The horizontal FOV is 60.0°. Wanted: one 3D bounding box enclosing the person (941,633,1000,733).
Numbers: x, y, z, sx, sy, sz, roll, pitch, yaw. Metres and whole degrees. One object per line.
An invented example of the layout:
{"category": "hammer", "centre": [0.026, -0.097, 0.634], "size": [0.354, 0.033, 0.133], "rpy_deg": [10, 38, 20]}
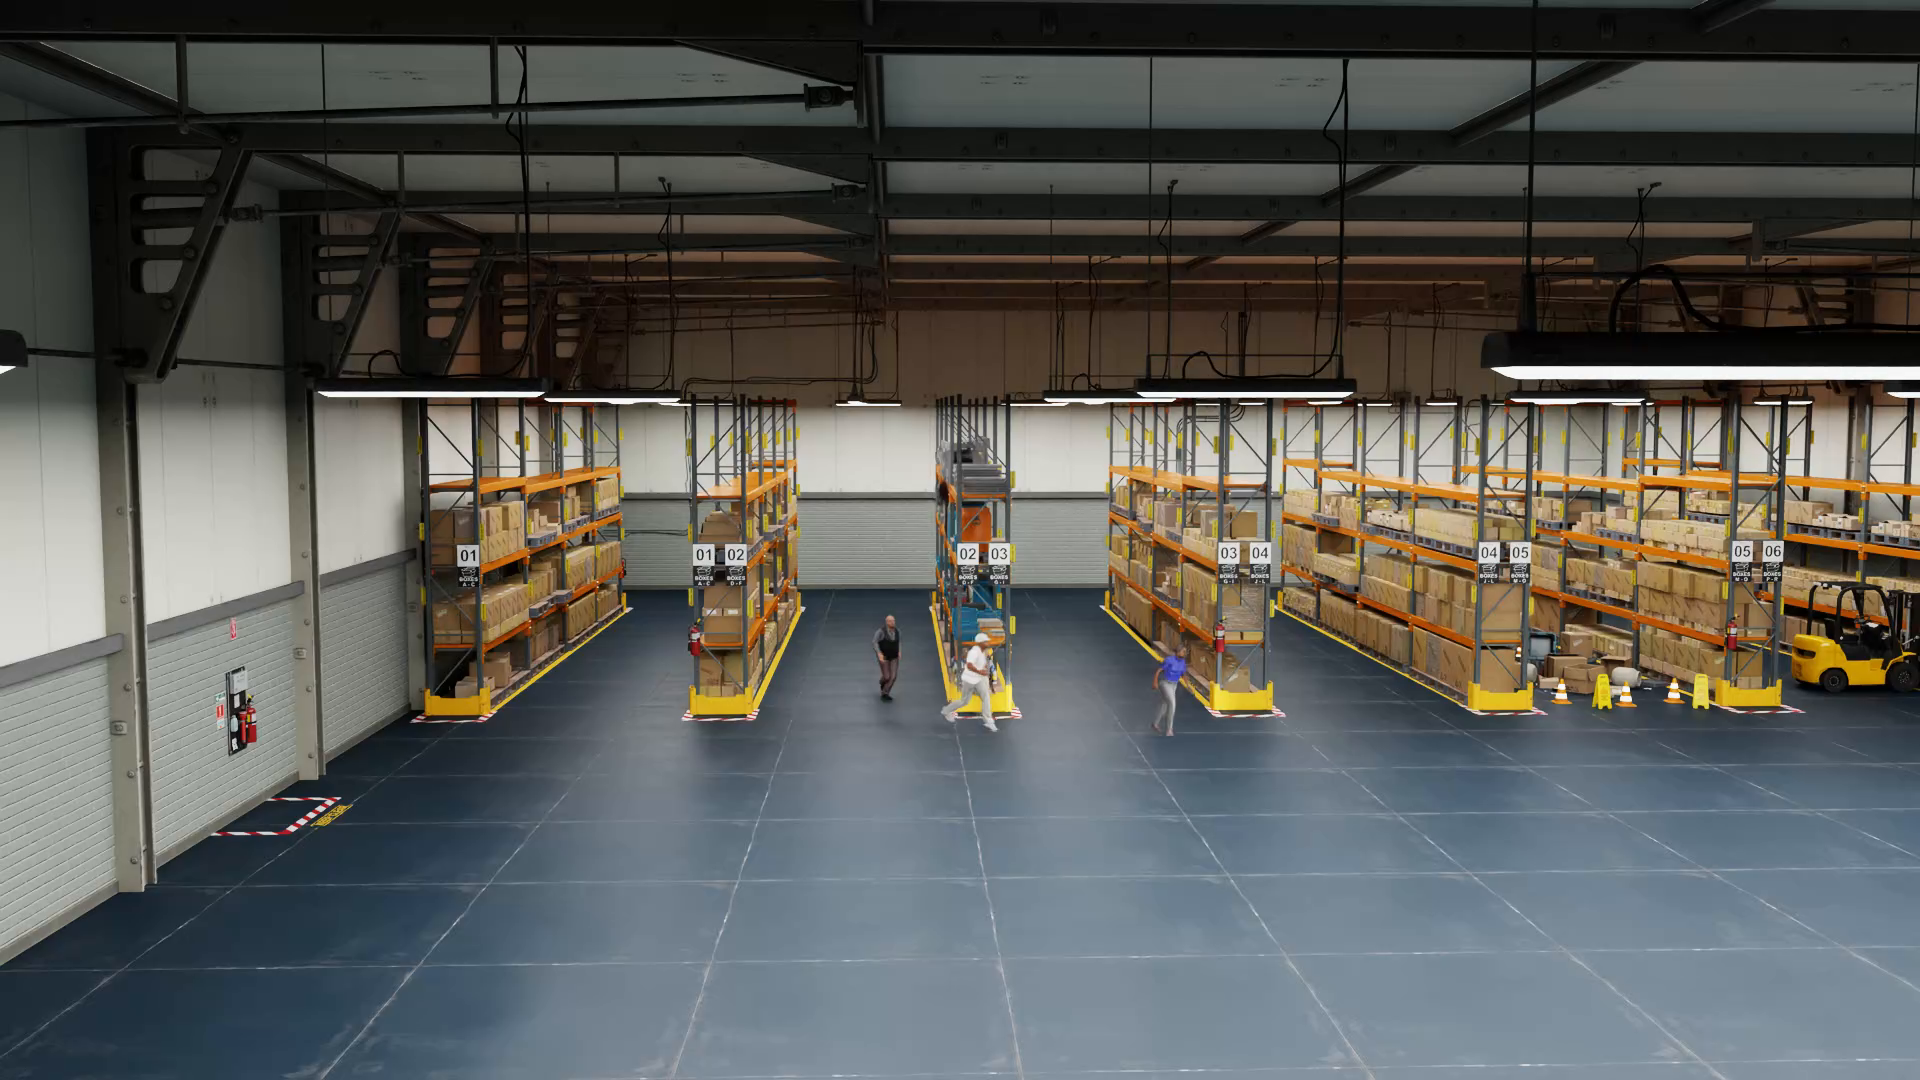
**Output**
{"category": "person", "centre": [0.183, 2.531, 29.600], "size": [1.113, 1.760, 0.685], "rpy_deg": [2, 5, 24]}

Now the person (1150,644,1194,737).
{"category": "person", "centre": [3.716, 2.630, 29.411], "size": [0.806, 1.629, 0.537], "rpy_deg": [4, 6, 45]}

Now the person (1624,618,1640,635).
{"category": "person", "centre": [16.501, 1.644, 40.892], "size": [0.652, 1.797, 0.880], "rpy_deg": [-1, 5, -16]}

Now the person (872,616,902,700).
{"category": "person", "centre": [-1.442, 2.316, 32.861], "size": [0.657, 1.660, 0.556], "rpy_deg": [-2, 5, -25]}
